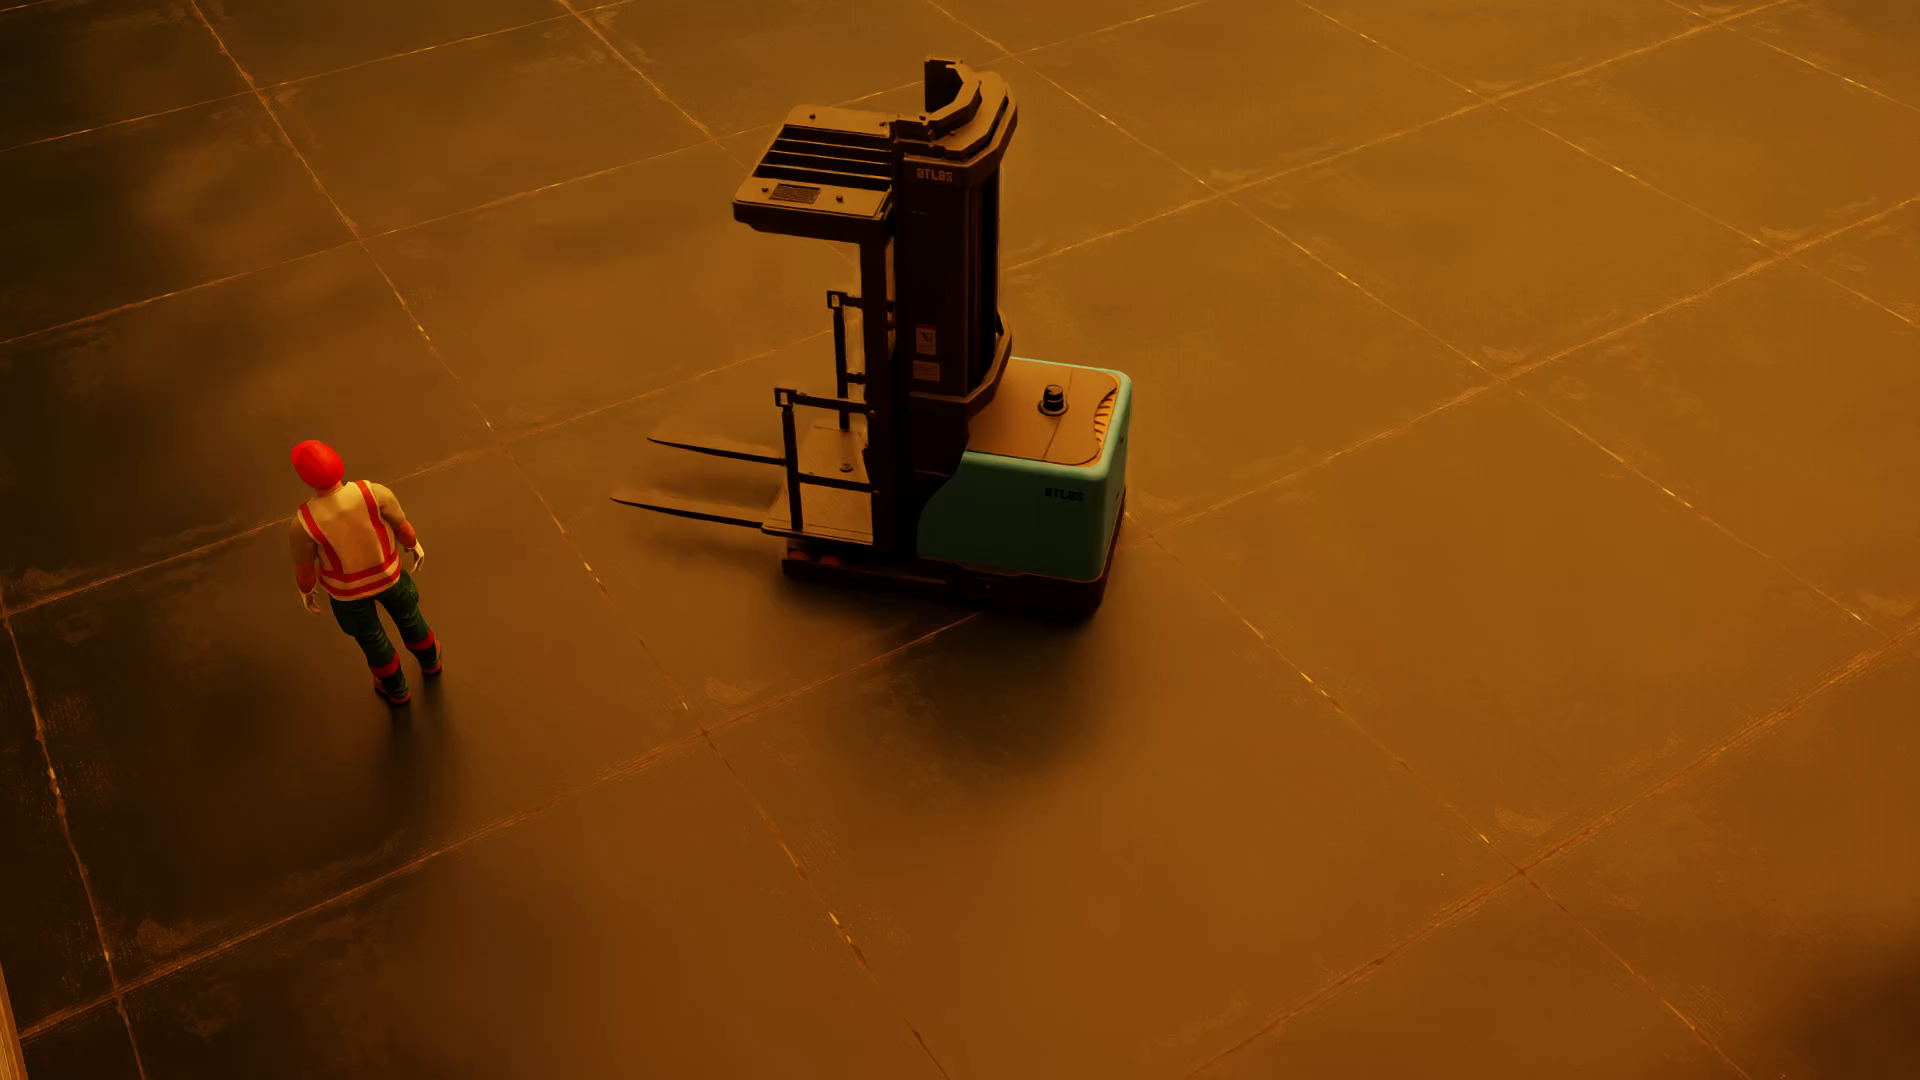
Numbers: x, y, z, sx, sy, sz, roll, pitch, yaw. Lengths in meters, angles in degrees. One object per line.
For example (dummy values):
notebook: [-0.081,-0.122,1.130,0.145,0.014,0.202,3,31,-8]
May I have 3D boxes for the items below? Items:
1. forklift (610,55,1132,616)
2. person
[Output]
forklift: [-0.571,-1.178,9.219,3.031,2.935,1.130,9,42,10]
person: [-3.092,0.140,8.566,0.637,1.788,0.565,-23,46,-24]
